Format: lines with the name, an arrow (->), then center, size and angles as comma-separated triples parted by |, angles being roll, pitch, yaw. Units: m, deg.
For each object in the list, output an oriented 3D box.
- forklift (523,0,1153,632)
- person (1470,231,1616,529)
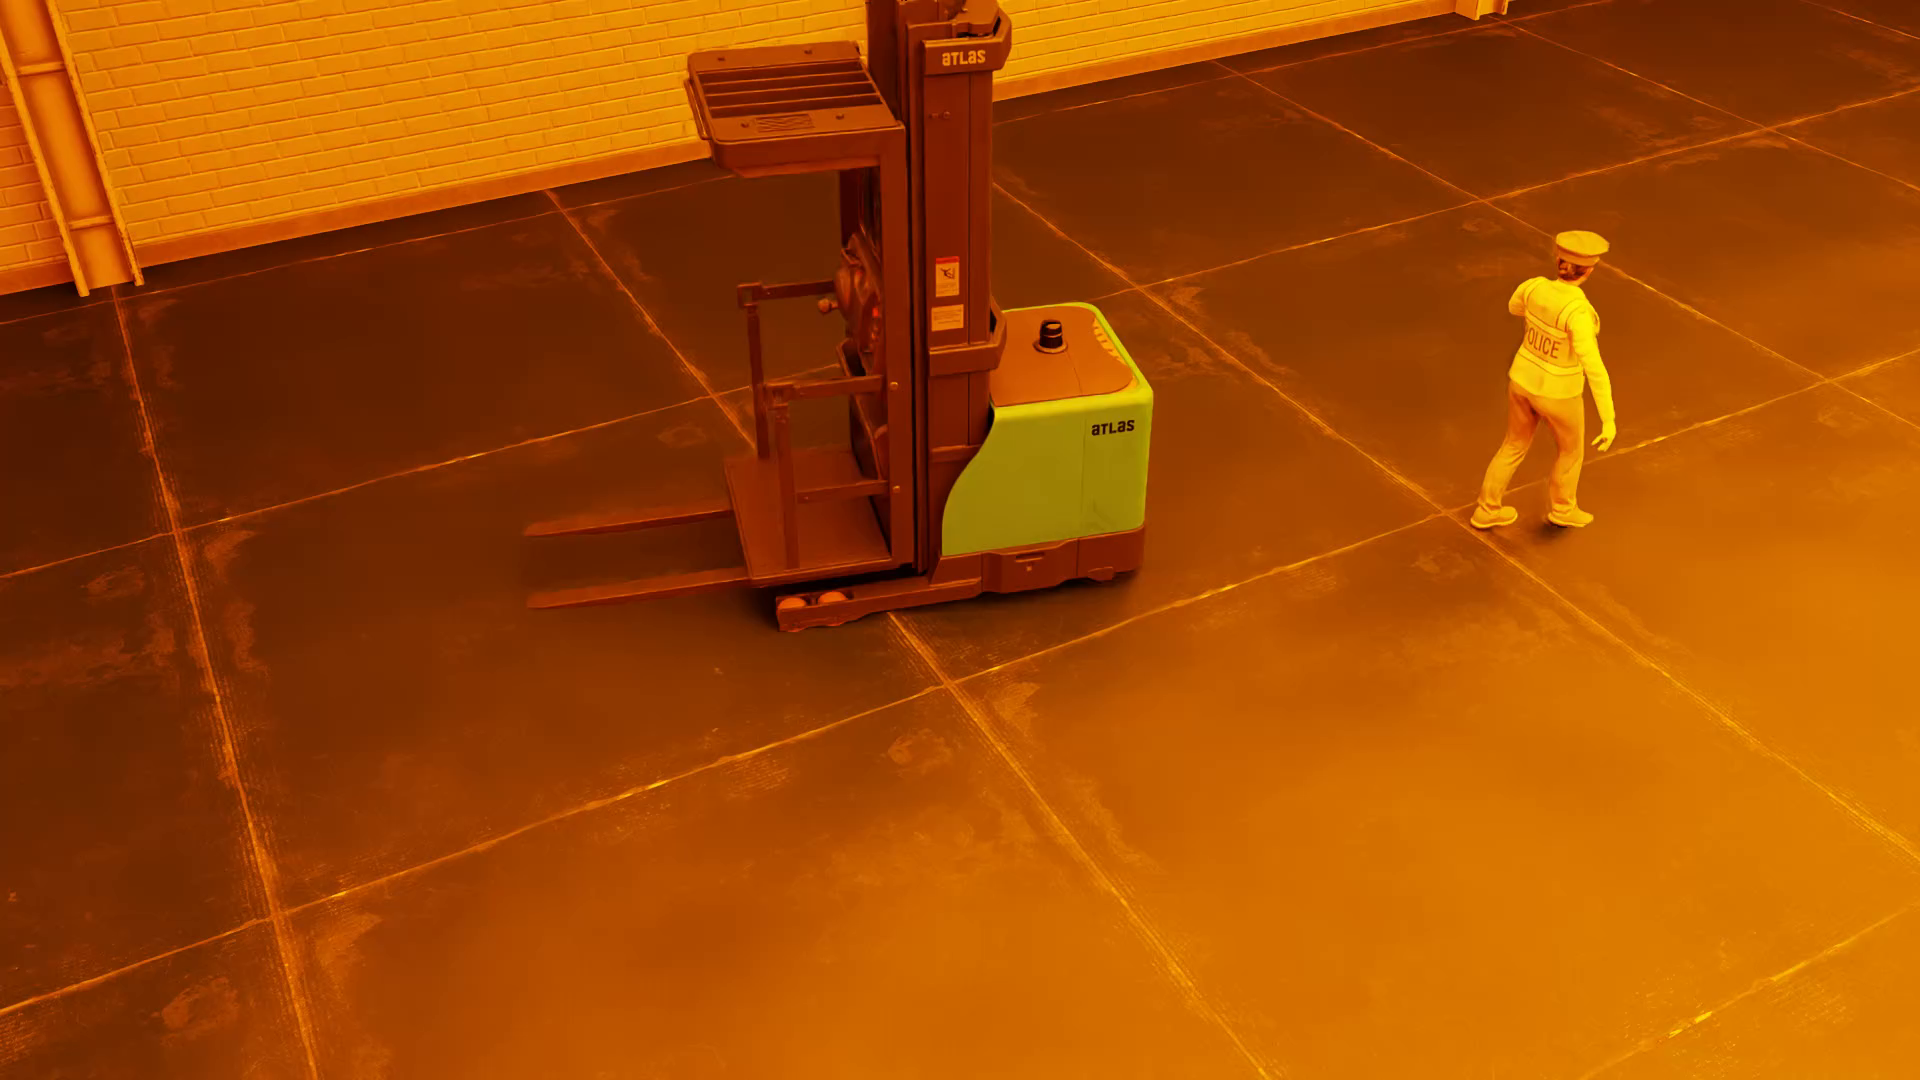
forklift -> -0.647, -1.088, 7.662 | 3.031, 2.935, 1.130 | -8, 36, -11
person -> 3.027, -0.750, 8.338 | 0.658, 1.672, 0.919 | -16, 38, -22
